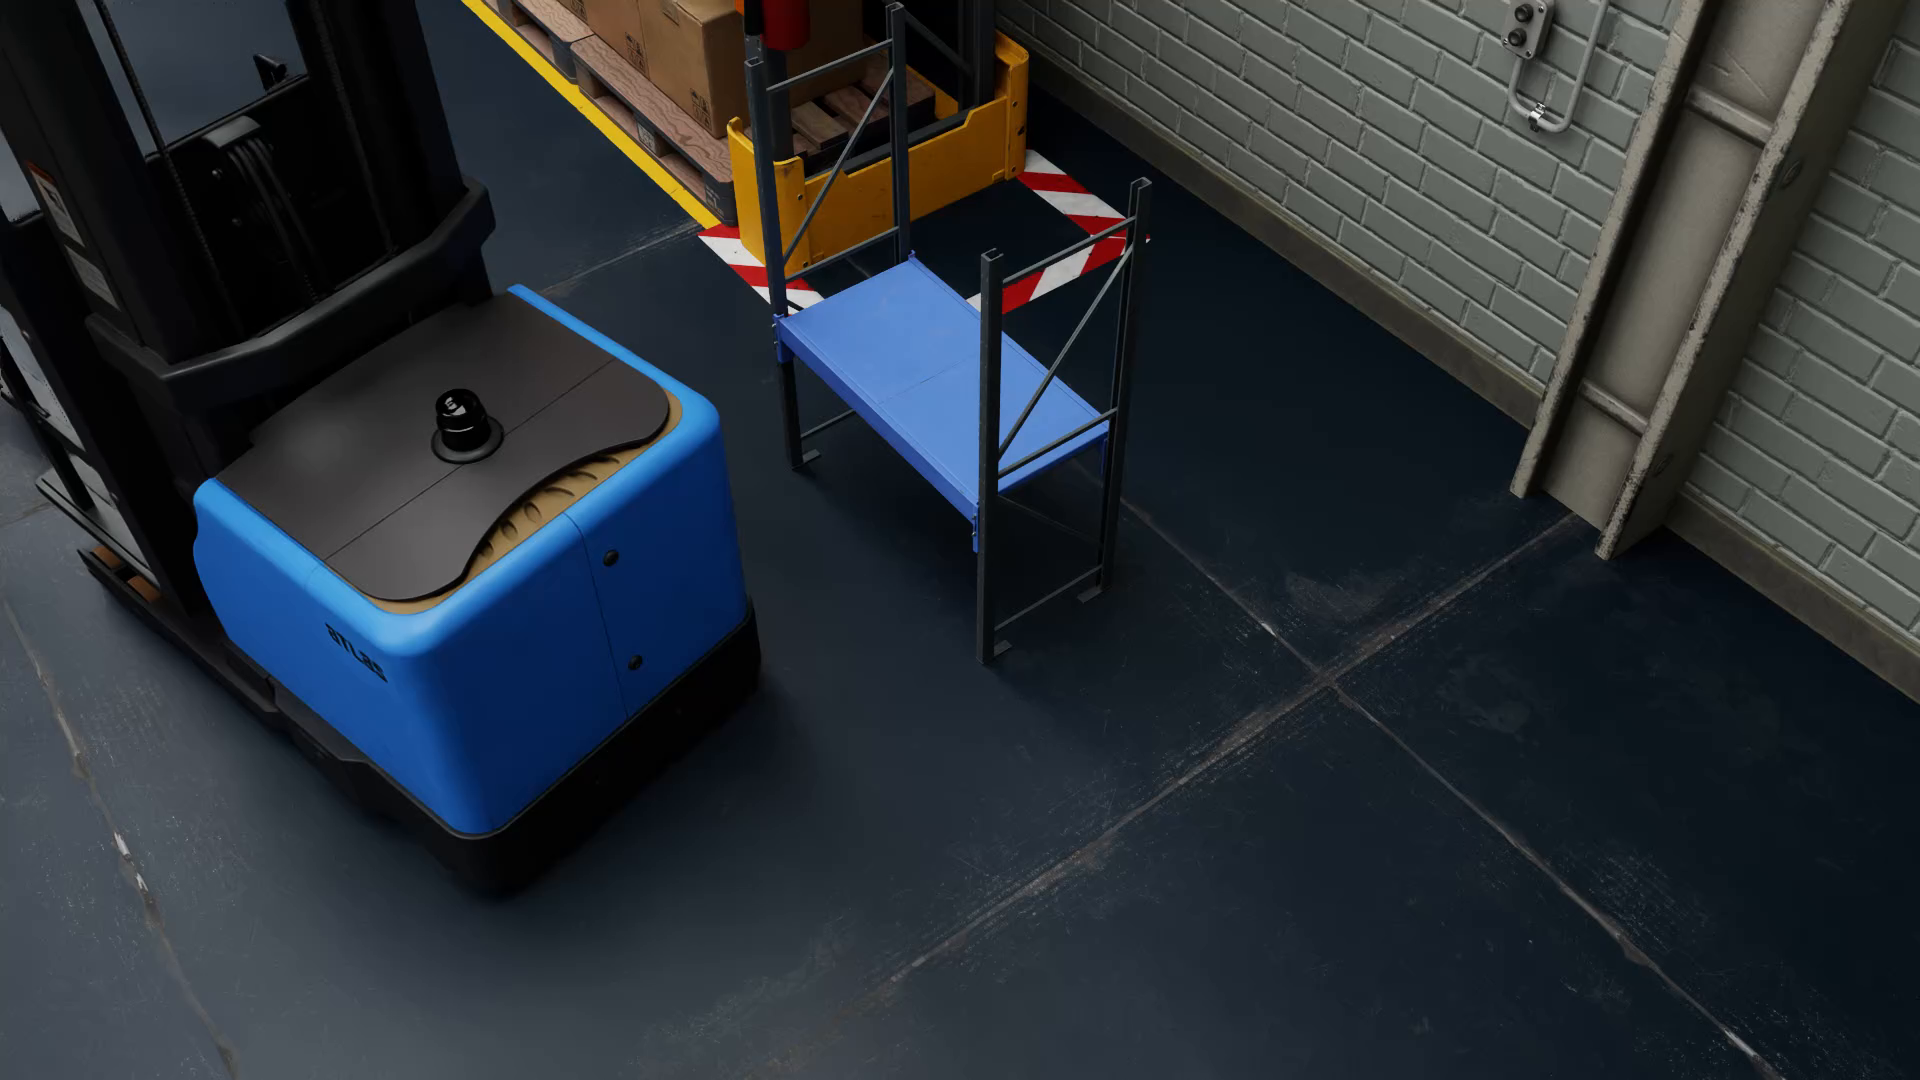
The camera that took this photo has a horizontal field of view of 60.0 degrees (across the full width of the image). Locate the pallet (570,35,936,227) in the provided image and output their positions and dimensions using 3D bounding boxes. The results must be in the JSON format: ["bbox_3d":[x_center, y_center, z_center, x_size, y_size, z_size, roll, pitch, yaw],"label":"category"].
[{"bbox_3d":[-0.846,-1.828,6.765,1.003,0.211,1.213,-29,54,-24],"label":"pallet"}]

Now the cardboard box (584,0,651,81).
[{"bbox_3d":[-1.106,-2.293,6.708,0.700,0.500,0.500,-30,54,-24],"label":"cardboard box"}]

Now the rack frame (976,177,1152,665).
[{"bbox_3d":[0.256,-0.254,4.468,0.500,1.500,0.032,-29,54,-24],"label":"rack frame"}]

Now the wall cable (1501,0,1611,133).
[{"bbox_3d":[1.228,-2.339,4.660,0.084,1.984,1.851,-29,54,-24],"label":"wall cable"}]

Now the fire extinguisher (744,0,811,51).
[{"bbox_3d":[-0.576,-1.881,5.235,0.296,0.674,0.183,-29,54,-24],"label":"fire extinguisher"}]

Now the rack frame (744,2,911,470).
[{"bbox_3d":[-0.359,-0.854,5.012,0.500,1.500,0.032,-29,54,-24],"label":"rack frame"}]

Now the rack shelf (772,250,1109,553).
[{"bbox_3d":[-0.052,-0.433,4.873,0.538,0.185,1.000,-29,54,-24],"label":"rack shelf"}]

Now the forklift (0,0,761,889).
[{"bbox_3d":[-2.039,-1.007,4.185,3.031,2.935,1.130,31,55,25],"label":"forklift"}]

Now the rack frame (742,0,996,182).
[{"bbox_3d":[-0.300,-2.328,5.336,1.000,3.000,0.127,-29,54,-24],"label":"rack frame"}]

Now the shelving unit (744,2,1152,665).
[{"bbox_3d":[-0.052,-0.554,4.740,0.538,1.500,1.048,-29,54,-24],"label":"shelving unit"}]

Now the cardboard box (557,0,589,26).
[{"bbox_3d":[-1.411,-2.589,6.976,0.700,0.500,0.500,-31,55,-25],"label":"cardboard box"}]

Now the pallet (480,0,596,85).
[{"bbox_3d":[-1.581,-2.547,7.417,1.003,0.211,1.213,-29,54,-24],"label":"pallet"}]

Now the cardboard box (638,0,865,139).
[{"bbox_3d":[-0.803,-1.998,6.440,0.700,0.500,0.500,-29,54,-24],"label":"cardboard box"}]

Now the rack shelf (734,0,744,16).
[{"bbox_3d":[-1.511,-3.266,6.672,1.077,0.370,4.000,-29,54,-24],"label":"rack shelf"}]

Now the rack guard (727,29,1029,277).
[{"bbox_3d":[-0.285,-1.475,6.250,1.175,0.500,0.348,-29,54,-24],"label":"rack guard"}]

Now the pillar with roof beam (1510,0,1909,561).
[{"bbox_3d":[-1.403,-1.208,0.271,9.100,9.000,0.400,-29,54,-24],"label":"pillar with roof beam"}]
